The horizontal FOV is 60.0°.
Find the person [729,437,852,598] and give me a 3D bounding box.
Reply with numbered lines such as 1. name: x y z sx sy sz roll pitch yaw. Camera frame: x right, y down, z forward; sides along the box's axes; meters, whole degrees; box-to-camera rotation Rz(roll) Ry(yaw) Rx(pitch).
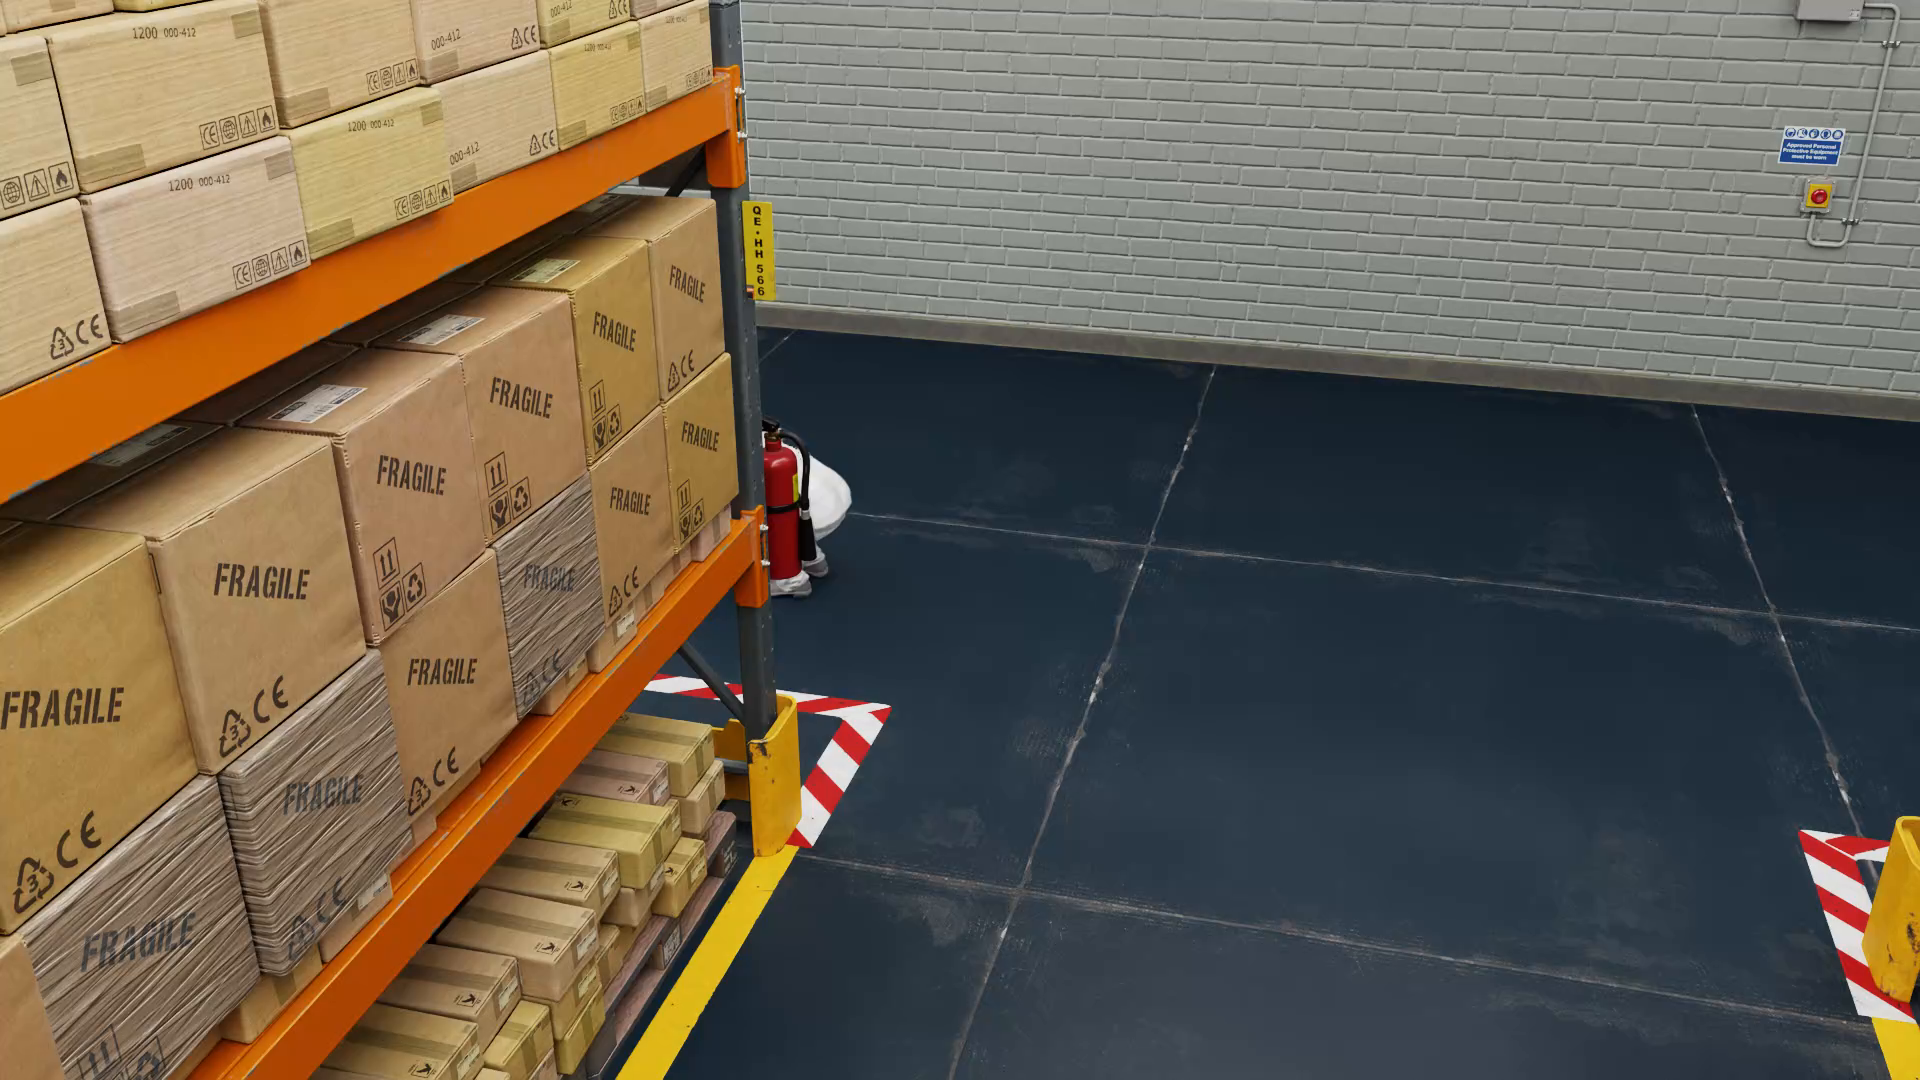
1. person: -0.993 -0.134 8.106 0.911 0.873 0.551 6 26 13
